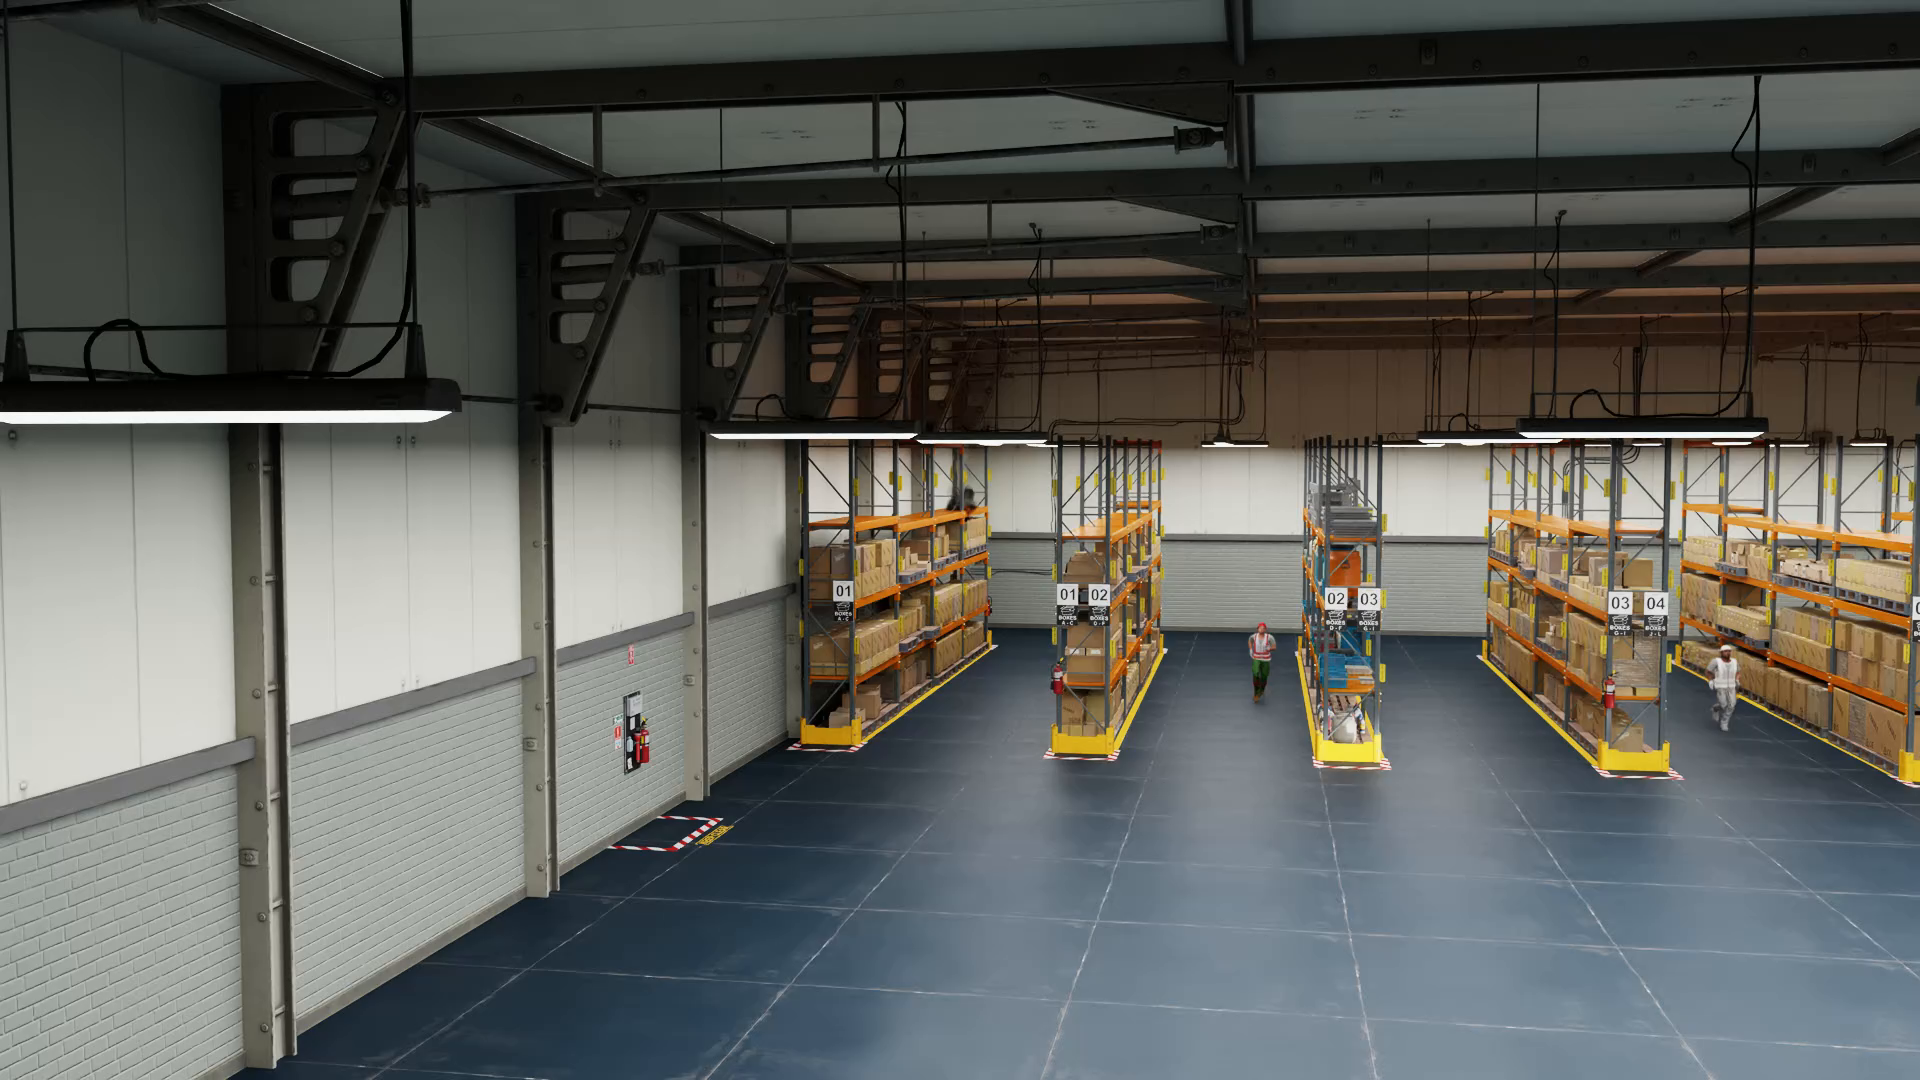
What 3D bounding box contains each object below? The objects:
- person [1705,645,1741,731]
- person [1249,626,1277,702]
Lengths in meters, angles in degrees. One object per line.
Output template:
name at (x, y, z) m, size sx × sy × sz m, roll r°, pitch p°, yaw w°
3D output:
person at (15.682, 3.023, 34.101) m, size 0.699 × 1.744 × 0.596 m, roll 0°, pitch 3°, yaw 3°
person at (6.931, 2.805, 38.119) m, size 0.631 × 1.776 × 0.796 m, roll 1°, pitch 3°, yaw 10°
